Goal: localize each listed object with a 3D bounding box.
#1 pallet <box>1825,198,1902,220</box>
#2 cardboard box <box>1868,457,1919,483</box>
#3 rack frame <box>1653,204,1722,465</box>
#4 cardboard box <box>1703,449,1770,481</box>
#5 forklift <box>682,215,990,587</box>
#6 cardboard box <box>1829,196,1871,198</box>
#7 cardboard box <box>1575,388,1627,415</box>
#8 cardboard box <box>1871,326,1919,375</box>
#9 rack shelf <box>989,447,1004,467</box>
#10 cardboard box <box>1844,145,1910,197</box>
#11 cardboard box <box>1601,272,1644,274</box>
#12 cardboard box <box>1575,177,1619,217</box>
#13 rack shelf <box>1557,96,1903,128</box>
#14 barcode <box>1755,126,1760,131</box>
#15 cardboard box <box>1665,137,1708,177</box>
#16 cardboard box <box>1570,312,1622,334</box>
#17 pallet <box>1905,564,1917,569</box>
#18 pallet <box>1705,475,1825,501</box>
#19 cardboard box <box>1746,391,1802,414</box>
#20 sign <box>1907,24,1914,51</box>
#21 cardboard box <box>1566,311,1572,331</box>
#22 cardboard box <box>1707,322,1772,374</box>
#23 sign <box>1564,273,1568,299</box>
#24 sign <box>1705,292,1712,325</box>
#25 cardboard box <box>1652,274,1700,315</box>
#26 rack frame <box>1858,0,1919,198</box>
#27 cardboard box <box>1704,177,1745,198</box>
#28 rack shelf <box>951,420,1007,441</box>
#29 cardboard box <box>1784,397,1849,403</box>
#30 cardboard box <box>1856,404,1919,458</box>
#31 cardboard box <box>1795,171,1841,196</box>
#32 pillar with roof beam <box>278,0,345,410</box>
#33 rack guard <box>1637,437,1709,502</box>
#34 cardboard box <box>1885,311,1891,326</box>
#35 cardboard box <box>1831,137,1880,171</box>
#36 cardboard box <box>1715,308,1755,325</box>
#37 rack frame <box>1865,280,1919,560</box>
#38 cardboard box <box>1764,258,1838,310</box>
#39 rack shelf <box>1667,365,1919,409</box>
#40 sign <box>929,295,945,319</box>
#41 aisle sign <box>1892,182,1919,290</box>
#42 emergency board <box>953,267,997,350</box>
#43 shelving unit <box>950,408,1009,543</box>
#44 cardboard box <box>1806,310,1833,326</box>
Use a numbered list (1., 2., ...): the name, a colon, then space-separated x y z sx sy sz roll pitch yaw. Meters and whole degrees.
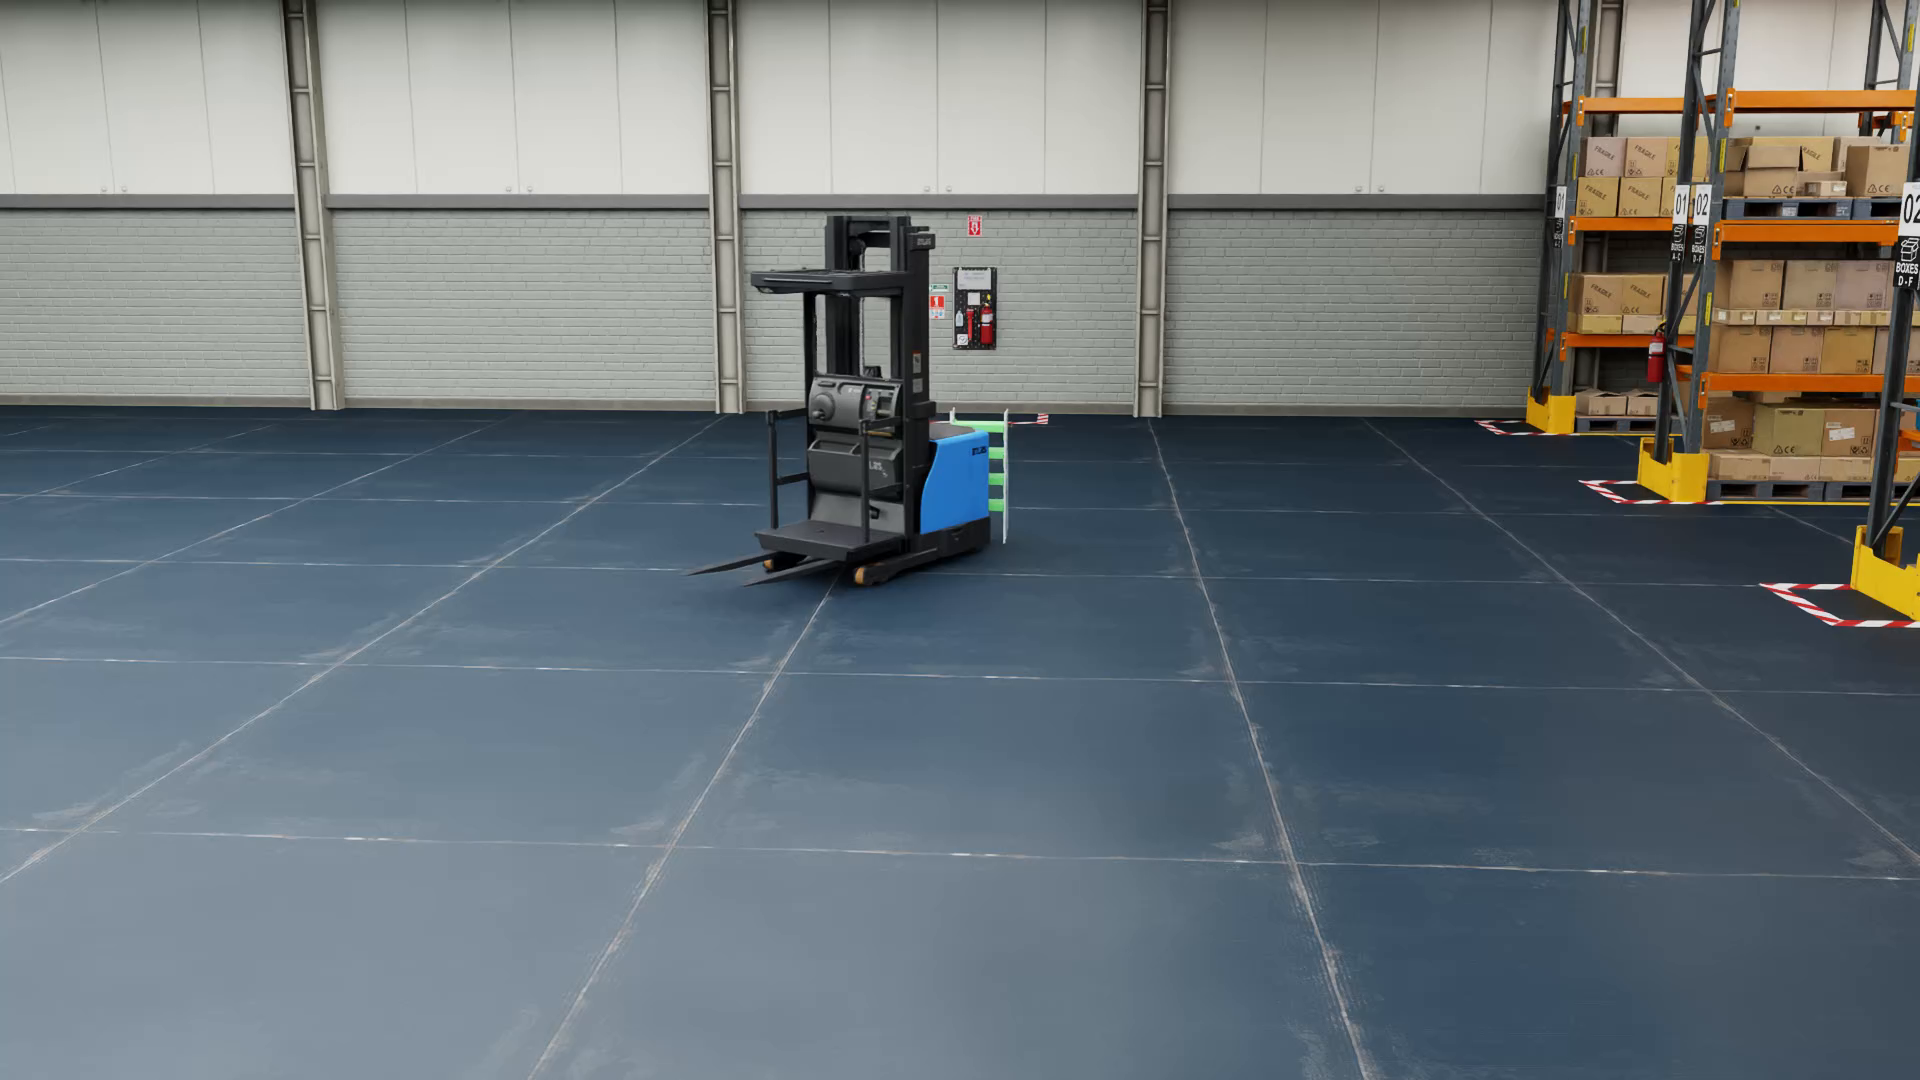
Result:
1. pallet: 9.500 -3.371 16.931 1.213 0.211 1.003 1 12 4
2. cardboard box: 9.592 -0.764 17.264 0.500 0.250 0.500 1 12 4
3. rack frame: 7.576 -1.977 17.377 0.127 3.000 1.000 1 12 4
4. cardboard box: 8.096 -0.784 17.364 0.500 0.250 0.500 1 12 4
5. forklift: -1.003 -1.165 13.661 1.130 2.935 3.031 8 15 35
6. cardboard box: 11.371 -4.418 21.426 0.500 0.500 0.500 1 12 5
7. cardboard box: 8.587 -1.861 22.313 0.500 0.311 0.500 -1 12 -3
8. cardboard box: 9.585 -1.997 17.226 0.500 0.500 0.700 1 12 5
9. rack shelf: 0.176 -0.761 15.097 0.480 0.148 0.258 2 12 7
10. cardboard box: 9.214 -3.690 16.627 0.500 0.500 0.500 1 12 4
11. cardboard box: 8.889 -3.321 22.286 0.500 0.500 0.500 1 12 5
12. cardboard box: 8.220 -4.461 21.630 0.500 0.500 0.500 1 12 5
13. rack shelf: 9.899 -5.545 21.545 4.000 0.370 1.077 1 12 4
14. barcode: 10.536 -5.440 21.963 0.075 0.075 0.001 1 12 4
15. cardboard box: 9.280 -4.929 21.427 0.500 0.500 0.500 1 12 5
16. cardboard box: 8.369 -2.854 21.887 0.500 0.250 0.500 0 12 2
17. pallet: 8.130 0.403 12.808 1.213 0.211 1.003 1 12 4
18. pallet: 8.342 -0.611 17.654 1.213 0.211 1.003 1 12 4
19. cardboard box: 10.856 -1.933 22.194 0.500 0.500 0.500 0 12 -1
20. sign: 11.839 -6.257 20.707 0.005 0.325 0.100 1 12 4
21. cardboard box: 8.382 -2.959 22.388 0.500 0.250 0.500 1 12 5
22. cardboard box: 8.041 -2.017 17.324 0.500 0.500 0.700 1 12 4
23. sign: 7.867 -3.302 21.597 0.005 0.325 0.100 1 12 4
24. sign: 7.533 -2.327 16.739 0.005 0.325 0.100 1 12 4
25. cardboard box: 9.367 -3.208 21.745 0.500 0.500 0.500 0 12 2
26. rack frame: 11.894 -5.871 21.340 0.127 3.000 1.000 1 12 4
27. cardboard box: 9.808 -4.437 21.516 0.500 0.500 0.500 2 12 7
28. rack shelf: 0.176 -0.996 15.047 0.480 0.148 0.258 2 12 7
29. cardboard box: 9.129 -1.247 17.744 0.500 0.500 0.500 1 12 4
30. cardboard box: 9.592 -1.130 17.186 0.500 0.500 0.500 1 12 4
31. cardboard box: 8.742 -3.684 17.211 0.500 0.250 0.500 1 12 4
32. pillar with roof beam: -9.588 -5.460 19.373 0.400 9.000 9.100 1 12 4
33. rack guard: 7.552 -0.754 17.635 0.348 0.500 1.175 1 12 4
34. cardboard box: 9.486 -2.273 16.964 0.250 0.149 0.380 1 12 4
35. cardboard box: 11.376 -4.903 21.300 0.500 0.500 0.500 0 12 -1
36. cardboard box: 7.953 -2.295 17.065 0.250 0.149 0.380 1 12 3
37. rack frame: 7.241 -0.966 12.540 0.127 3.000 1.000 1 12 4
38. cardboard box: 8.619 -2.646 17.159 0.500 0.500 0.700 0 12 2
39. rack shelf: 9.571 -1.598 17.320 4.000 0.370 1.077 1 12 4
40. sign: -0.335 -3.326 23.739 0.234 0.329 0.001 1 12 4
41. aisle sign: 7.189 -2.300 12.569 0.004 0.787 0.394 1 12 4
42. emergency board: 0.210 -3.280 23.606 0.643 1.169 0.194 1 12 4
43. shelving unit: 0.176 -0.588 15.133 0.503 1.200 0.258 2 12 7
44. cardboard box: 8.717 -2.284 17.014 0.250 0.149 0.380 1 12 3
